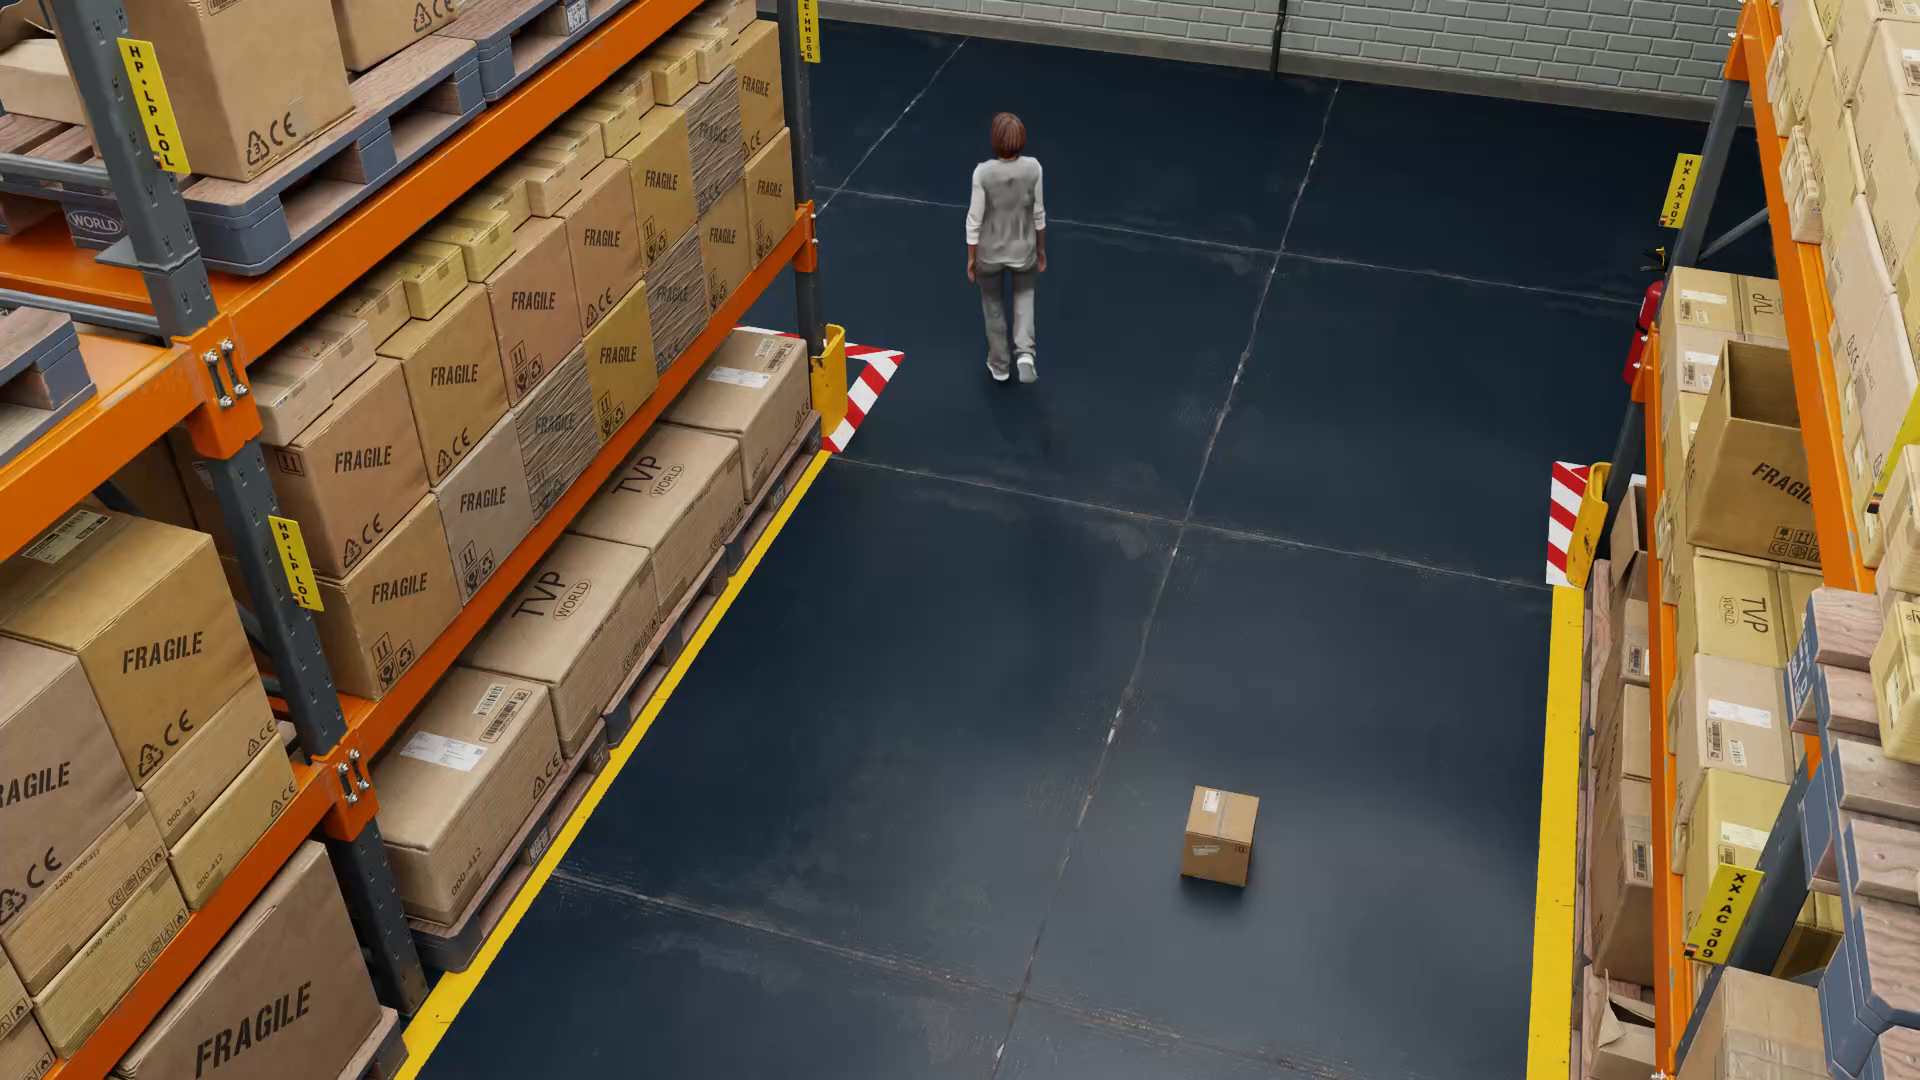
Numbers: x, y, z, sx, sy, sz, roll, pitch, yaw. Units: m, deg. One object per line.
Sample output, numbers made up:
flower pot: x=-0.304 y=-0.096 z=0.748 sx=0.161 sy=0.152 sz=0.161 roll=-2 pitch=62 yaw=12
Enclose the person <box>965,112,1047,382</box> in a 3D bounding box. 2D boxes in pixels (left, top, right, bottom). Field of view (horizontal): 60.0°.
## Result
person: x=0.247 y=-1.520 z=8.842 sx=0.449 sy=1.587 sz=0.500 roll=-5 pitch=38 yaw=-7
